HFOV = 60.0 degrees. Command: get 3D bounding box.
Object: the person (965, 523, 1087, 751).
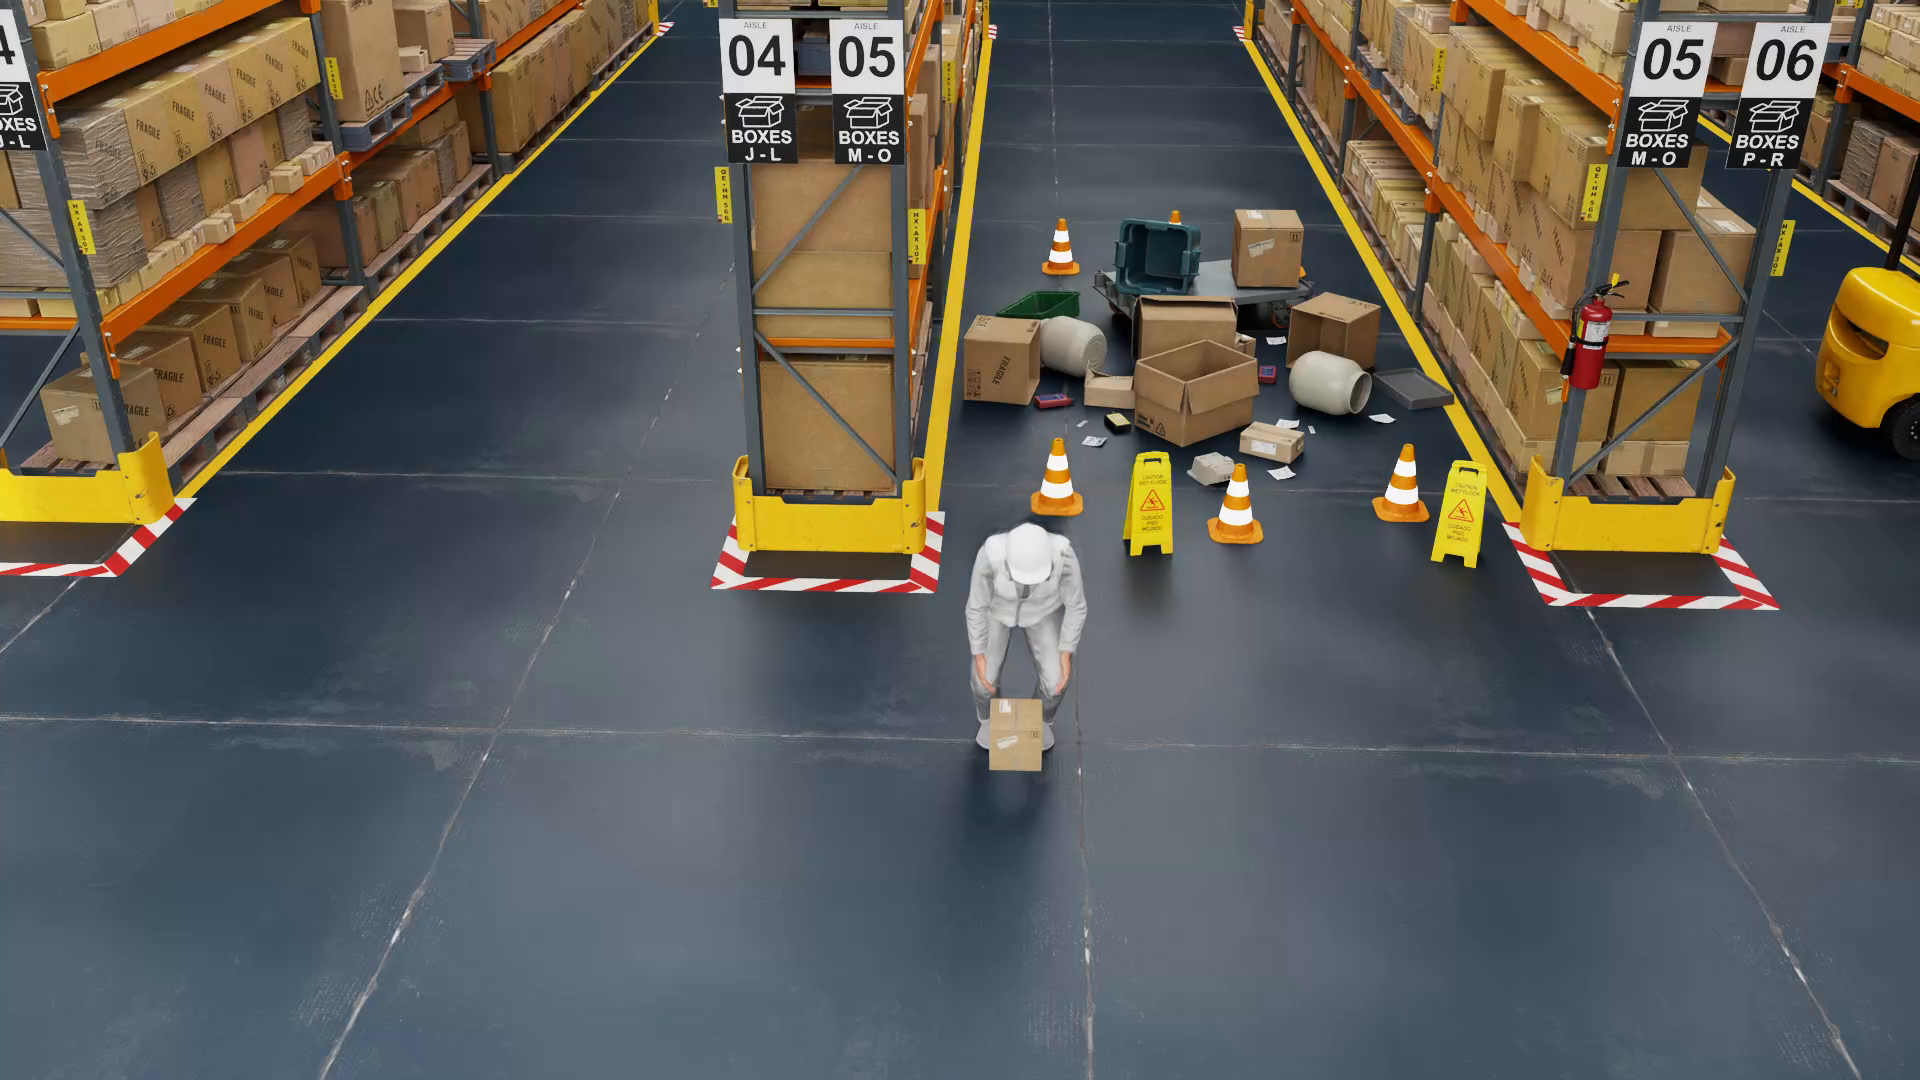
[{"bbox_3d":[0.324,0.426,8.198,0.591,1.392,0.784,1,28,2],"label":"person"}]
